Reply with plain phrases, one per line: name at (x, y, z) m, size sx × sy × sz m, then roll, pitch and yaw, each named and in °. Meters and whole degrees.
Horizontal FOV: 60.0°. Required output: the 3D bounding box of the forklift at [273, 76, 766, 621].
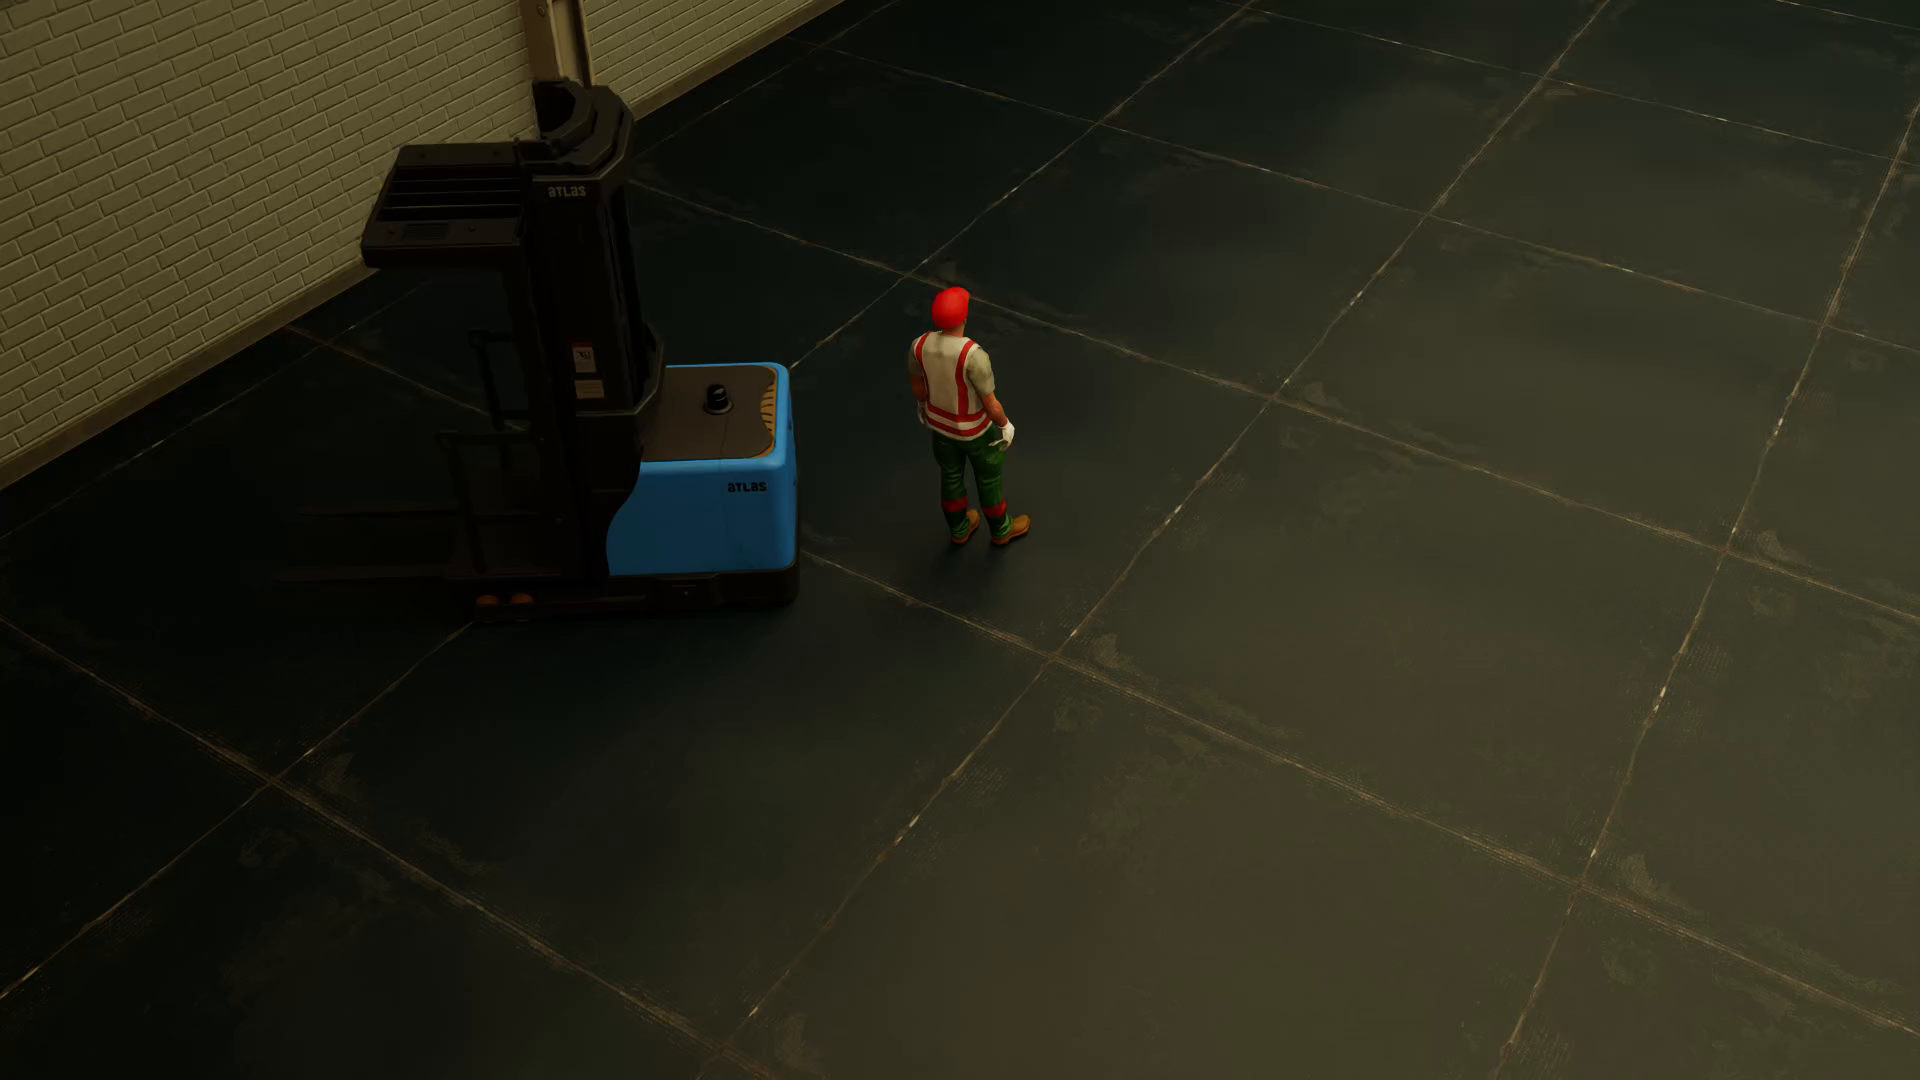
forklift at (-2.485, -0.993, 9.139) m, size 3.031 × 2.935 × 1.121 m, roll -2°, pitch 40°, yaw -3°

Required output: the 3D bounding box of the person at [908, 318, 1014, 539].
person at (0.016, -0.692, 9.654) m, size 0.638 × 1.691 × 0.418 m, roll 22°, pitch 45°, yaw 24°
